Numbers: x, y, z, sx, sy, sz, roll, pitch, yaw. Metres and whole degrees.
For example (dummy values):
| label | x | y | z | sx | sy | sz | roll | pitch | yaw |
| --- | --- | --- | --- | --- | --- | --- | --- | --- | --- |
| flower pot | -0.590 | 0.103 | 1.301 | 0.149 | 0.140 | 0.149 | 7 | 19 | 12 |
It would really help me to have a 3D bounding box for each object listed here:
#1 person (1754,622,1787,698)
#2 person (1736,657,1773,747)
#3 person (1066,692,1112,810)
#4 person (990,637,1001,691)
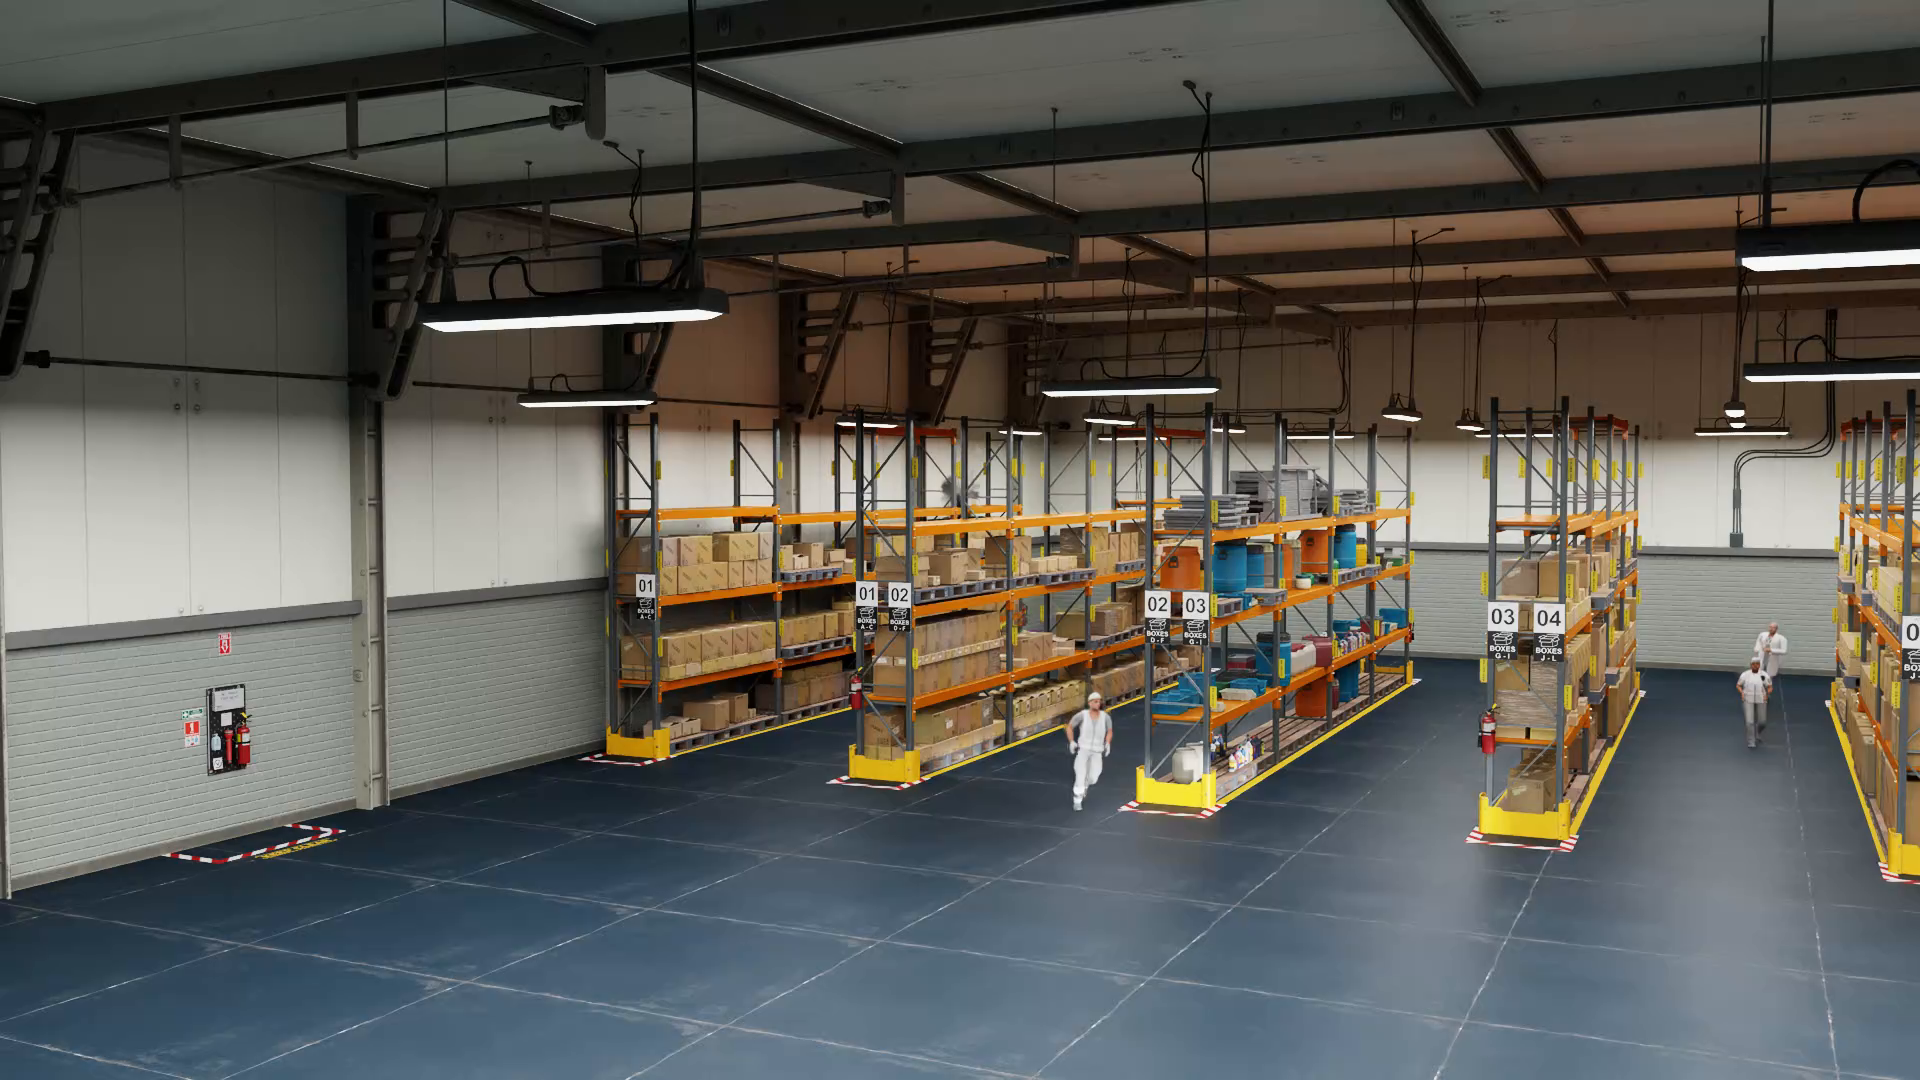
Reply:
| label | x | y | z | sx | sy | sz | roll | pitch | yaw |
| --- | --- | --- | --- | --- | --- | --- | --- | --- | --- |
| person | 17.251 | 2.647 | 35.416 | 0.733 | 1.820 | 0.776 | 2 | 3 | 41 |
| person | 14.377 | 2.926 | 30.099 | 0.605 | 1.615 | 0.578 | 1 | 3 | 23 |
| person | 1.925 | 3.113 | 24.641 | 0.703 | 1.727 | 0.573 | 0 | 2 | -5 |
| person | 0.716 | 2.675 | 34.950 | 0.707 | 1.790 | 0.734 | 1 | 3 | 30 |
